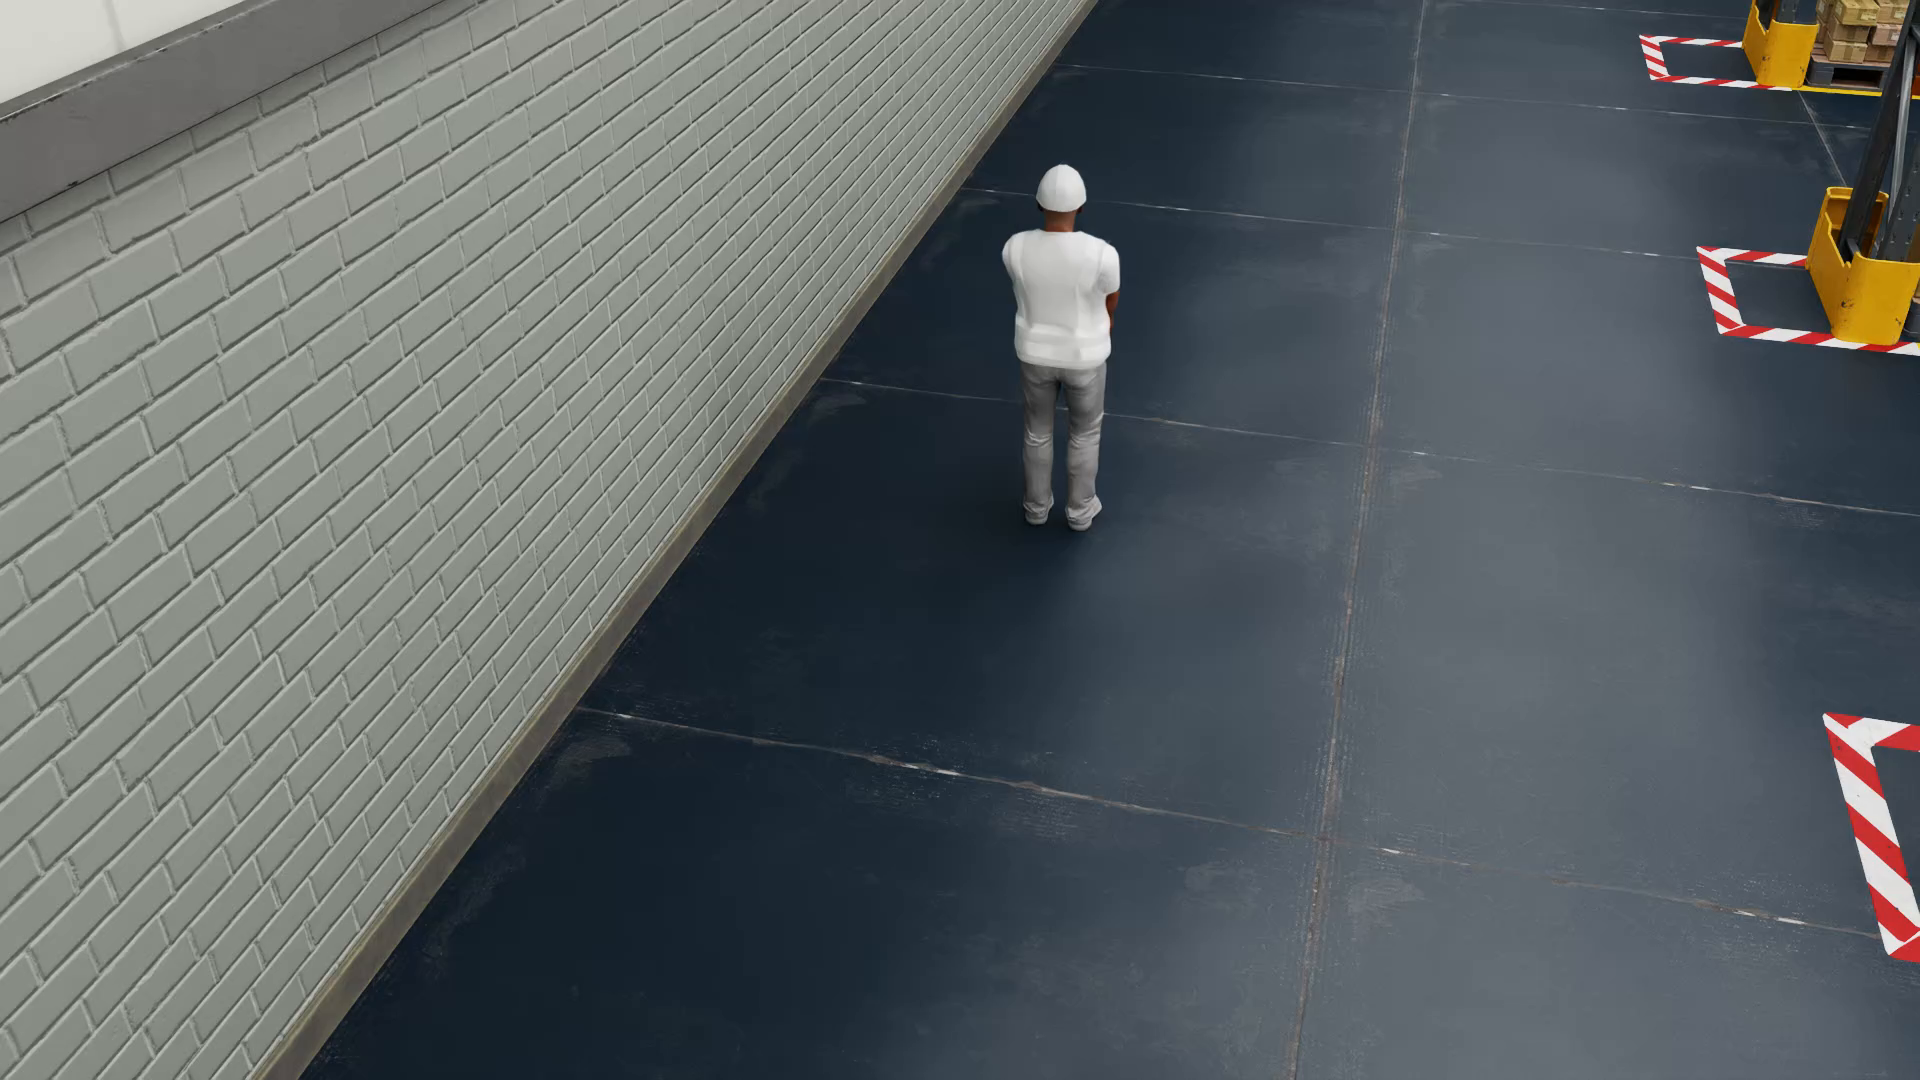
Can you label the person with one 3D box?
[{"bbox_3d":[0.468,-0.879,7.492,0.504,1.762,0.566,8,34,13],"label":"person"}]
